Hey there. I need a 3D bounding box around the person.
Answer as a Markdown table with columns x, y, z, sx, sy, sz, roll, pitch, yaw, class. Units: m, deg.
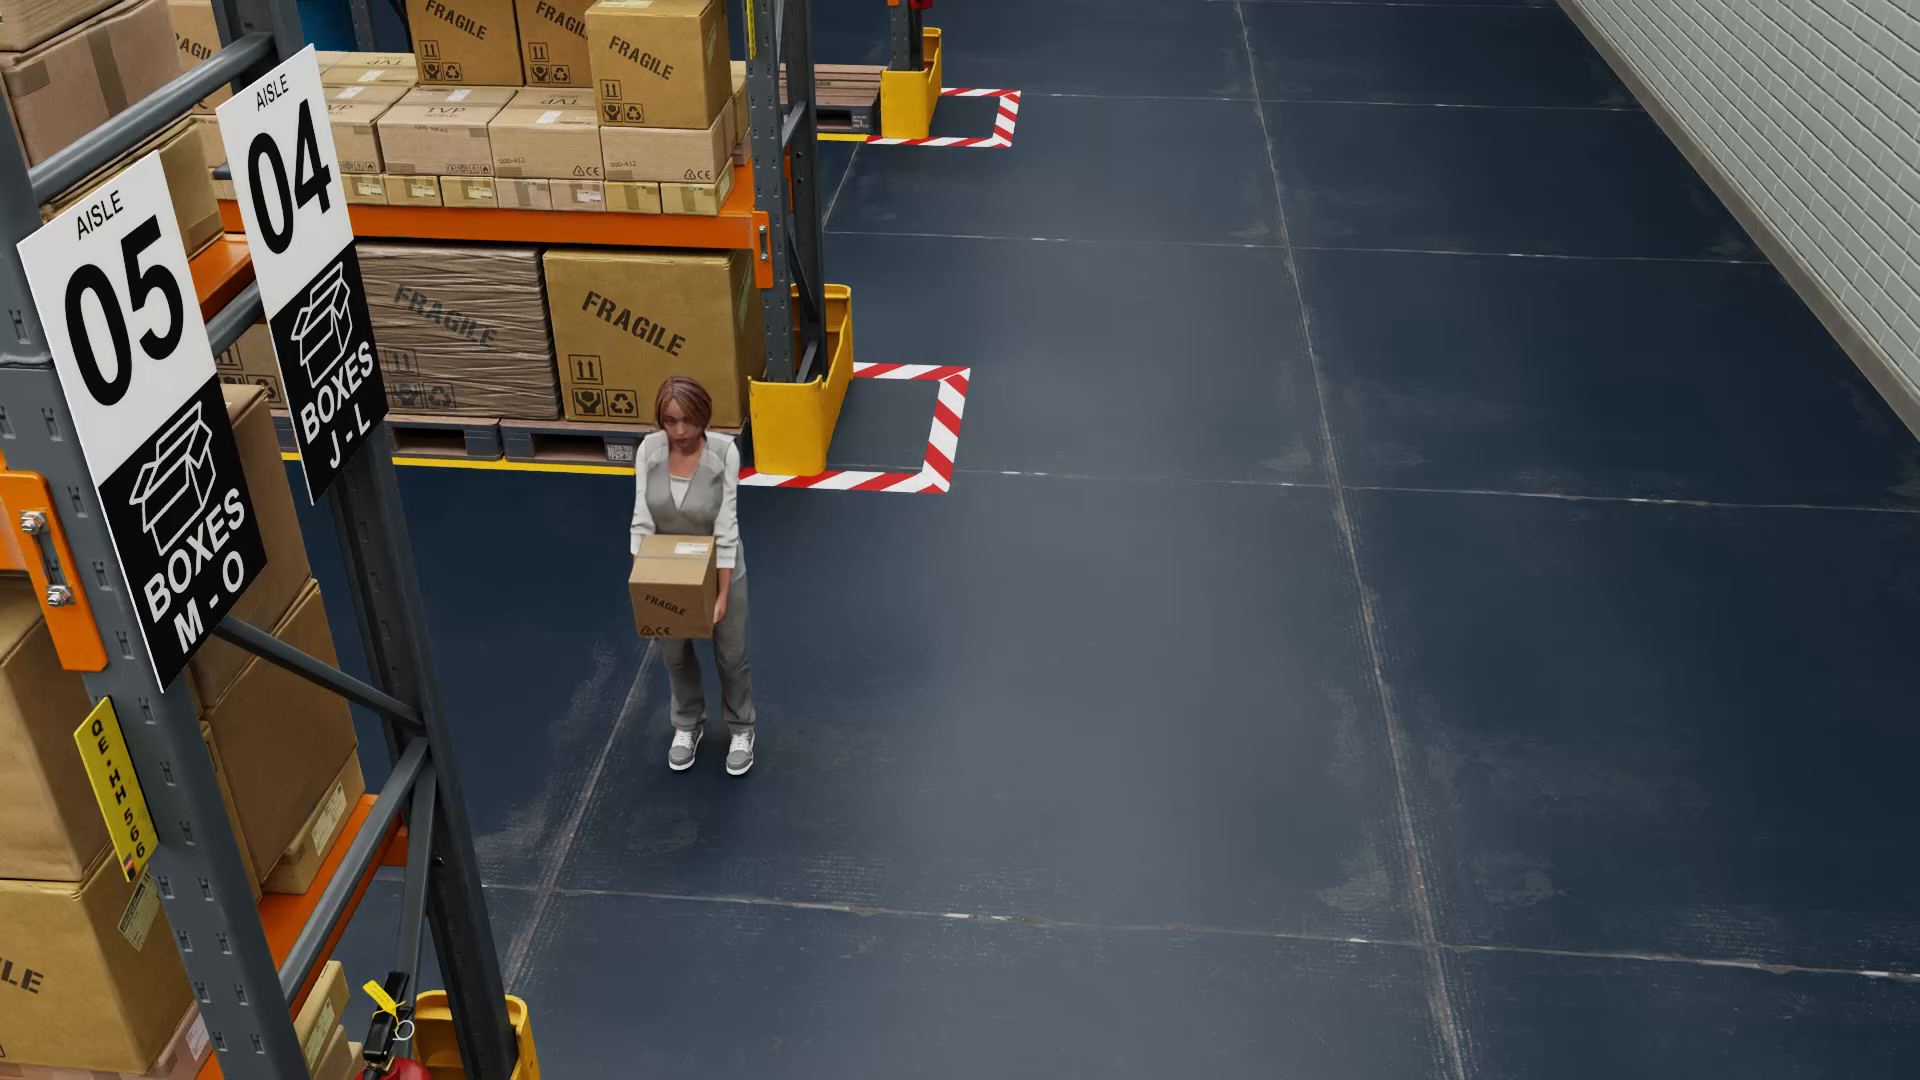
| x | y | z | sx | sy | sz | roll | pitch | yaw | class |
| --- | --- | --- | --- | --- | --- | --- | --- | --- | --- |
| -0.941 | 0.174 | 5.877 | 0.375 | 1.599 | 0.505 | 2 | 32 | 3 | person |
